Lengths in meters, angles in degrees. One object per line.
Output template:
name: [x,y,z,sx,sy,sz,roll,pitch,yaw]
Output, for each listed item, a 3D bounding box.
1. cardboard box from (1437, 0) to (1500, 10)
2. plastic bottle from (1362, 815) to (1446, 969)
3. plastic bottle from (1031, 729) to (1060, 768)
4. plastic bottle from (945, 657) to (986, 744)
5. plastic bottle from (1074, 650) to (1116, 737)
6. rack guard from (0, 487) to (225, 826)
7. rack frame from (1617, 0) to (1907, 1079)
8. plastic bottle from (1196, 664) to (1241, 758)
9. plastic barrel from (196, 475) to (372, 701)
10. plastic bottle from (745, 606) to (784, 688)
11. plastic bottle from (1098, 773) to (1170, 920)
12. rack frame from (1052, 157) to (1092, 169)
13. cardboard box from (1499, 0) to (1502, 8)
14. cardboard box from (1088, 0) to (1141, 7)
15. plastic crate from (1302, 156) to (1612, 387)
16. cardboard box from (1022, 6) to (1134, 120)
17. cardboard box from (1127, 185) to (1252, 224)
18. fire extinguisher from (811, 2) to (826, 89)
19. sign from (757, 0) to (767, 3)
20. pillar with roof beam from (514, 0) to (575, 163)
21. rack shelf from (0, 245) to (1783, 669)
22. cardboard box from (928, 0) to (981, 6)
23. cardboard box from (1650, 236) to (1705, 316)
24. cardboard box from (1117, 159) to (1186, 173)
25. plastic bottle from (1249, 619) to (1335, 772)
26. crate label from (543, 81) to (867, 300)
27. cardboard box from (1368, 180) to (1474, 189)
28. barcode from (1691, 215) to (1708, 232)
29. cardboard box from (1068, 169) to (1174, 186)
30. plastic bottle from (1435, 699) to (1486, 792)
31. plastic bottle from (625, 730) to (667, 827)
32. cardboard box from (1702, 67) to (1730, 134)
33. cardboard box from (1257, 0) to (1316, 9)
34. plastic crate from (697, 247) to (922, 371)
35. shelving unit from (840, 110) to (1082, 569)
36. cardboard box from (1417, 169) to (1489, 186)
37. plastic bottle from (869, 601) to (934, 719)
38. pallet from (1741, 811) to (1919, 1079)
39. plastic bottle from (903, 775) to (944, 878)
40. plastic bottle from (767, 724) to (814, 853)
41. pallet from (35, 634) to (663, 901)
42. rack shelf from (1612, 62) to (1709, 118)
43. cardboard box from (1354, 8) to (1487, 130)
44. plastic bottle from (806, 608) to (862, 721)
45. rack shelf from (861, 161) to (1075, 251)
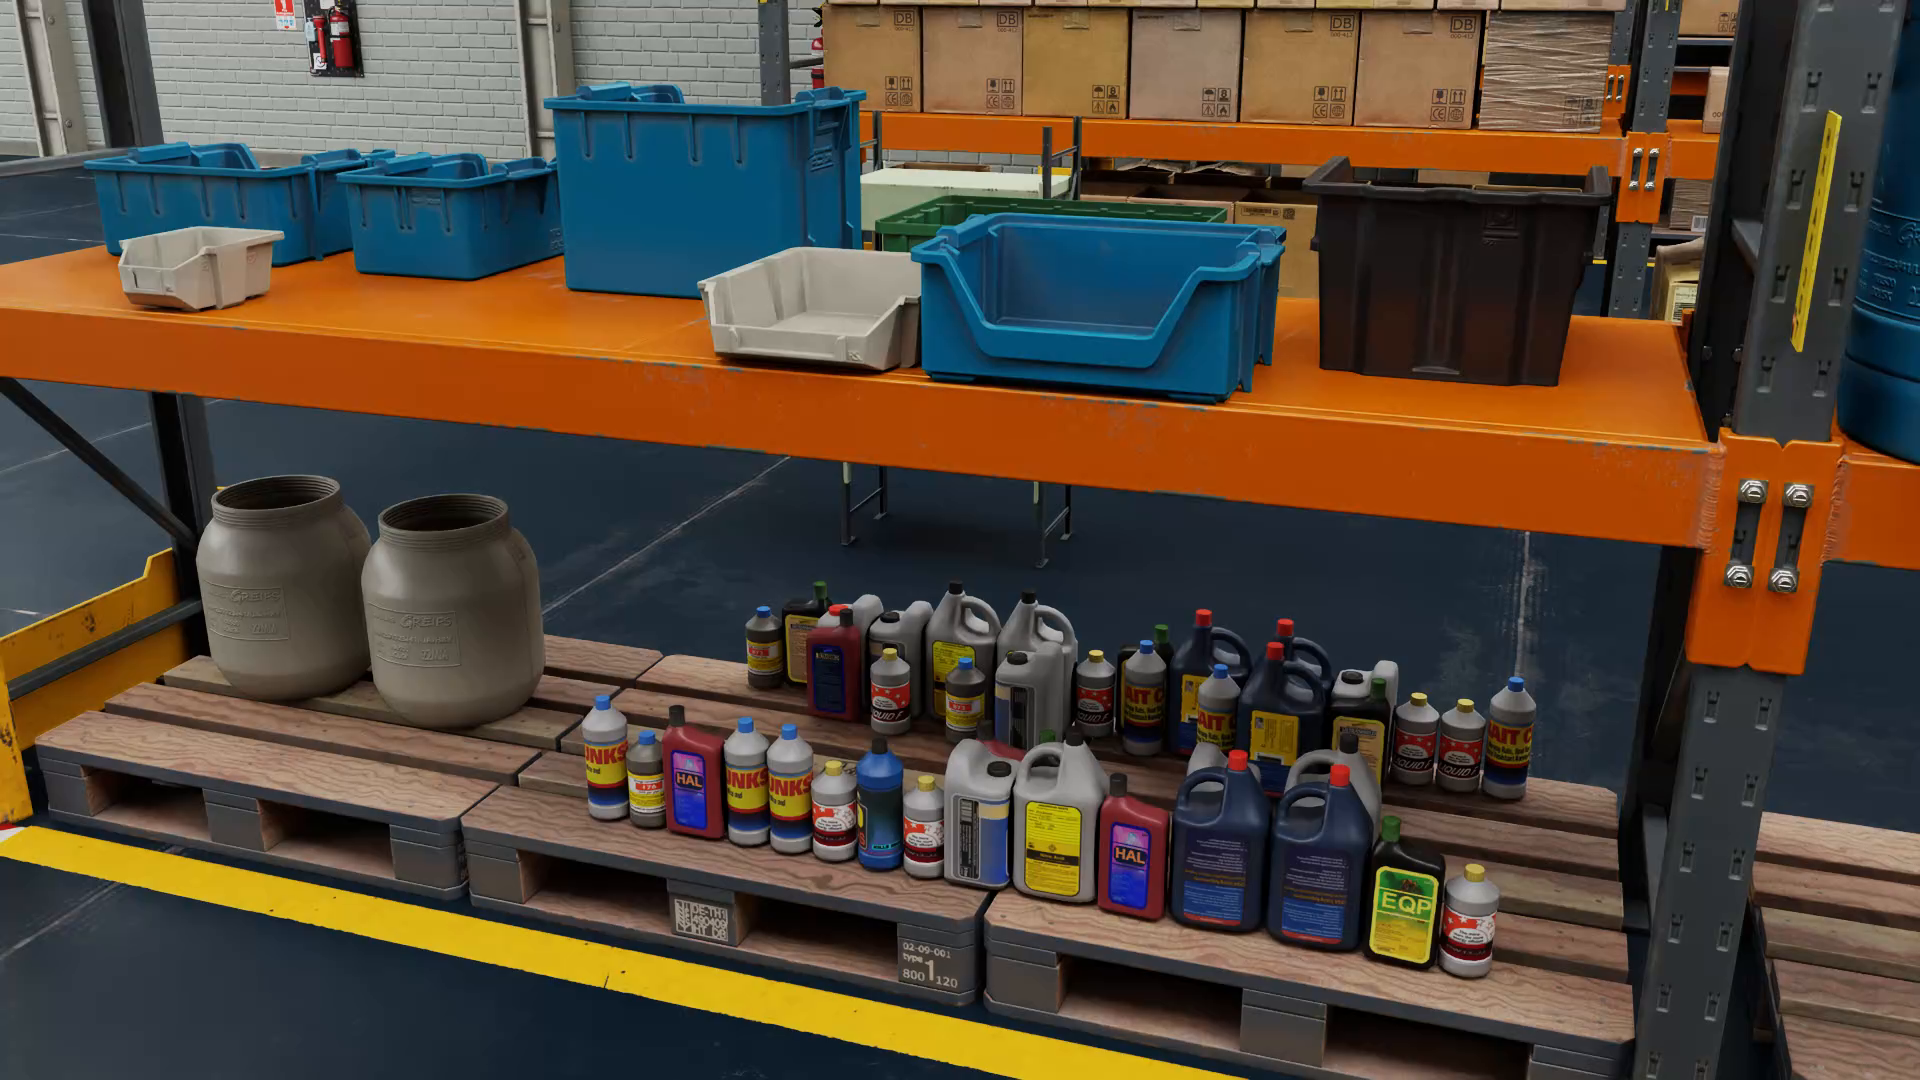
cardboard box: [2.214,-2.382,7.216,0.250,0.149,0.380,6,20,16]
plastic bottle: [0.831,0.654,3.101,0.133,0.283,0.061,8,21,21]
plastic bottle: [0.213,0.533,3.448,0.133,0.283,0.061,7,20,18]
plastic bottle: [0.013,0.382,4.007,0.097,0.201,0.097,0,19,0]
plastic bottle: [0.329,0.368,4.048,0.097,0.201,0.097,0,19,0]
rack guard: [-2.298,0.270,4.541,0.348,0.500,1.175,7,20,18]
rack frame: [1.393,-0.472,2.872,0.127,3.000,1.000,7,20,18]
plastic bottle: [0.590,0.415,3.806,0.097,0.271,0.097,0,19,0]
plastic barrel: [-1.738,0.120,4.316,0.421,0.512,0.421,0,19,0]
plastic bottle: [-0.507,0.272,4.322,0.097,0.201,0.097,0,19,0]
plastic bottle: [0.341,0.598,3.262,0.133,0.283,0.061,8,21,22]
rack frame: [0.866,-3.984,12.948,0.127,3.000,1.000,7,20,18]
cardboard box: [2.350,-2.508,7.578,0.250,0.149,0.380,6,20,17]
cardboard box: [0.761,-2.549,7.694,0.250,0.149,0.380,6,20,17]
plastic crate: [0.940,-0.538,3.158,0.504,0.338,0.767,7,20,18]
cardboard box: [0.645,-2.326,8.039,0.500,0.500,0.700,7,20,18]
cardboard box: [1.093,-1.407,7.957,0.500,0.500,0.500,7,20,18]
fire extinguisher: [-0.715,-2.564,8.992,0.183,0.674,0.296,7,20,18]
sign: [-0.944,-2.718,7.880,0.005,0.325,0.100,7,20,18]
pillar with roof beam: [-5.269,-6.320,10.535,0.400,9.000,9.100,7,20,18]
rack shelf: [-0.496,-0.348,3.610,4.000,0.370,1.077,7,20,18]
cardboard box: [0.029,-2.632,7.934,0.250,0.149,0.380,7,20,18]
cardboard box: [3.499,-1.221,7.710,0.500,0.311,0.500,7,20,18]
cardboard box: [1.490,-2.819,13.024,0.500,0.311,0.500,4,20,12]
plastic bottle: [0.767,0.355,3.856,0.185,0.351,0.144,7,20,20]
crate label: [-0.558,-0.806,3.777,0.616,0.435,0.502,7,20,18]
cardboard box: [2.212,-1.464,8.120,0.500,0.500,0.500,7,20,18]
barcode: [3.127,-1.335,7.020,0.075,0.075,0.001,7,20,18]
cardboard box: [0.797,-1.629,8.591,0.500,0.500,0.500,7,20,18]
plastic bottle: [1.140,0.460,3.781,0.097,0.201,0.097,0,19,0]
plastic bottle: [-0.677,0.514,3.628,0.097,0.201,0.097,0,19,0]
cardboard box: [3.502,-1.901,7.200,0.500,0.250,0.500,8,21,21]
cardboard box: [1.496,-2.465,7.454,0.250,0.149,0.380,7,20,20]
plastic crate: [-0.224,-0.444,3.193,0.437,0.136,0.530,7,20,18]
shelving unit: [-0.006,-0.709,5.831,0.755,1.500,0.431,7,20,18]
cardboard box: [3.651,-2.679,12.334,0.500,0.500,0.500,5,20,14]
plastic bottle: [-0.146,0.288,4.164,0.135,0.276,0.152,6,20,17]
pallet: [2.148,0.918,3.122,1.213,0.211,1.003,7,20,18]
plastic bottle: [-0.069,0.583,3.428,0.097,0.201,0.097,0,19,0]
plastic bottle: [-0.357,0.517,3.511,0.097,0.271,0.097,0,19,0]
pallet: [-1.532,0.496,4.332,1.213,0.211,1.003,7,20,18]
rack shelf: [6.534,-2.996,11.208,4.000,0.370,1.077,7,20,18]
cardboard box: [2.101,-2.159,7.562,0.500,0.500,0.700,6,20,17]
plastic bottle: [-0.312,0.302,4.110,0.133,0.283,0.061,7,20,18]
rack shelf: [-0.006,-1.077,5.703,0.720,0.370,0.431,7,20,18]
